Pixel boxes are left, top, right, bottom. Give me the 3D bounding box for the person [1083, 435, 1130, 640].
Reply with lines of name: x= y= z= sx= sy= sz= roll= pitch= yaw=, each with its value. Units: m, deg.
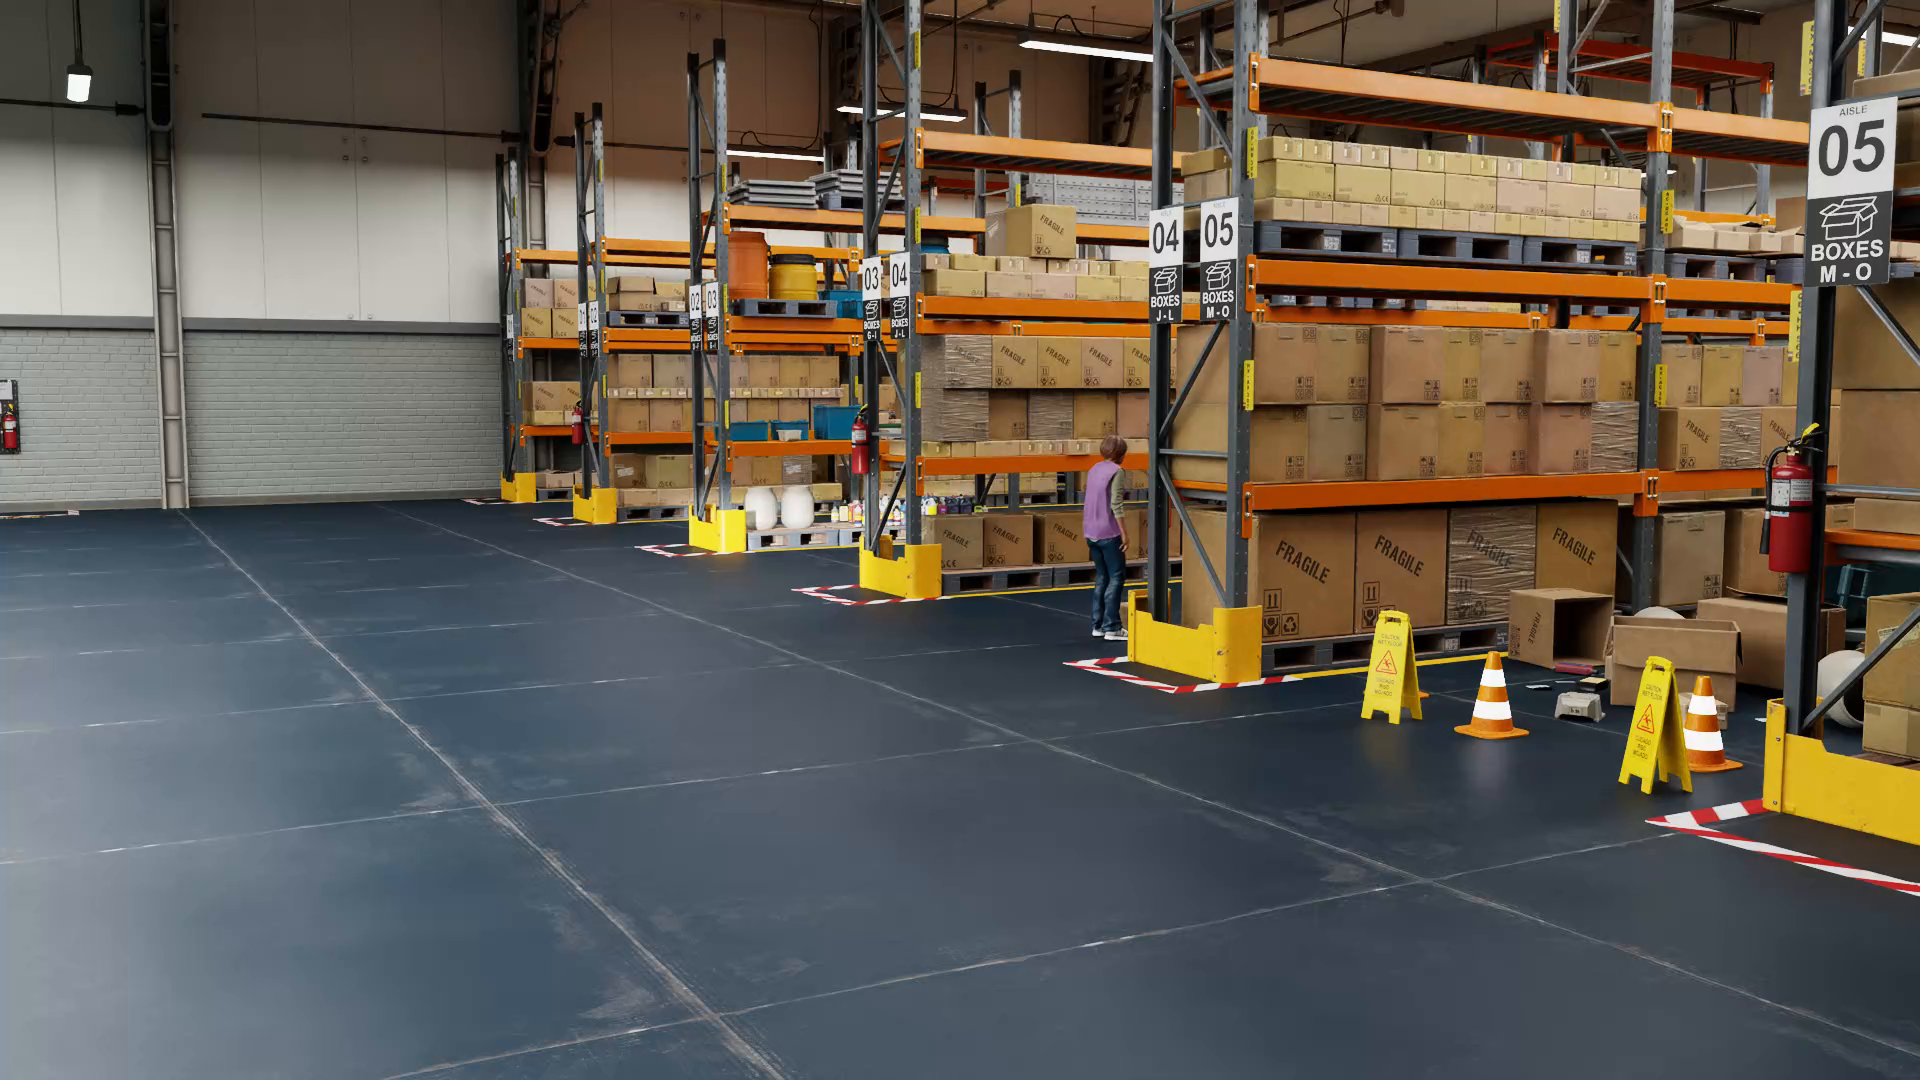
person: x=1.160 y=-0.019 z=12.993 sx=0.365 sy=1.582 sz=0.464 roll=-3 pitch=6 yaw=-29
